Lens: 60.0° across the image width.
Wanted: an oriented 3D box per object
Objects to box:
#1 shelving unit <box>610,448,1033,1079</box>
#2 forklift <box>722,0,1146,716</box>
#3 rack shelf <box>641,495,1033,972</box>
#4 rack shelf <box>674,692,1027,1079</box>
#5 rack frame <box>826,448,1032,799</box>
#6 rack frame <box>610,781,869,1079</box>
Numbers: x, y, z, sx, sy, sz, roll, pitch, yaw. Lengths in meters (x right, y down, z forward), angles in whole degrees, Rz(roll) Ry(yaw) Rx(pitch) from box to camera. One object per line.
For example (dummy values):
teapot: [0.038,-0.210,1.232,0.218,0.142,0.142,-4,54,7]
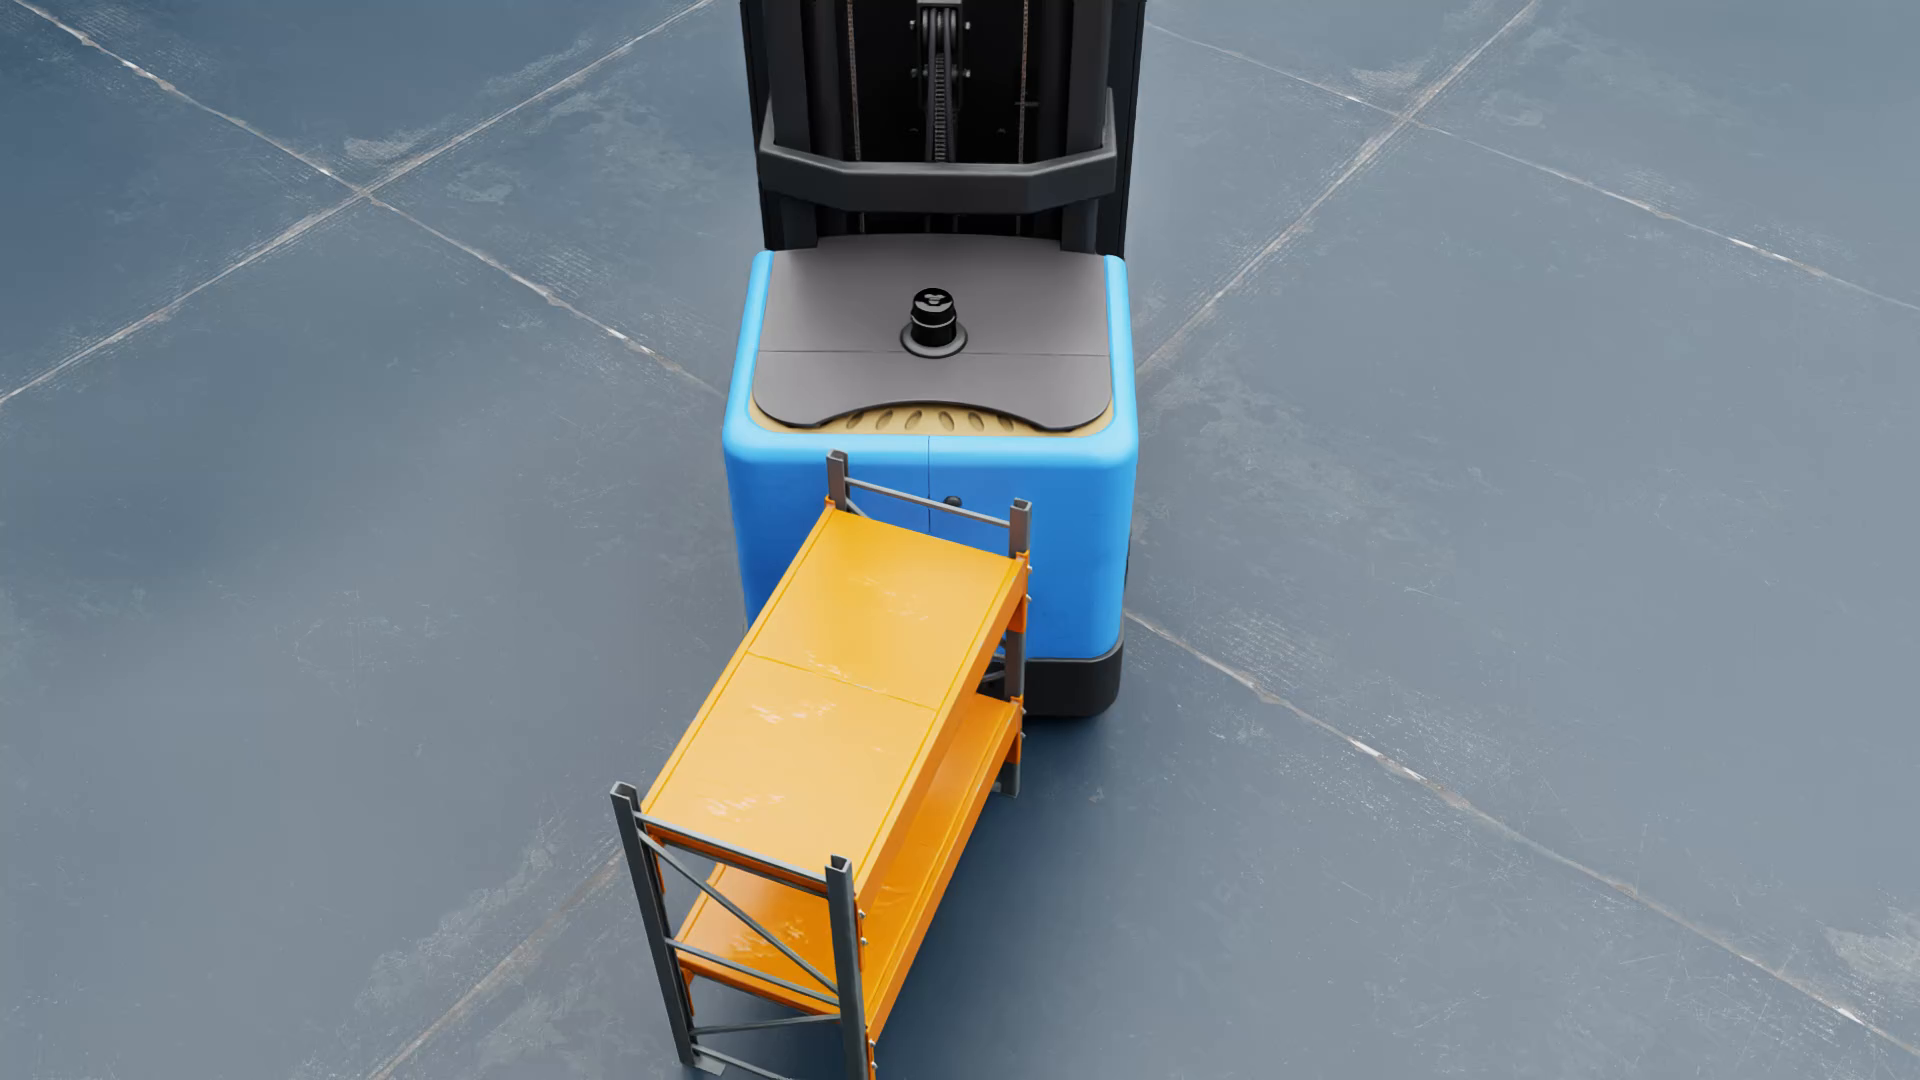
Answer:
shelving unit: [-0.258,0.591,3.907,0.538,1.125,1.048,16,48,14]
forklift: [-0.041,-1.568,4.721,1.130,2.935,3.031,1,46,1]
rack shelf: [-0.258,0.389,3.696,0.538,0.278,1.000,16,48,14]
rack shelf: [-0.258,0.760,4.084,0.538,0.278,1.000,16,48,14]
rack frame: [-0.075,0.248,4.235,0.500,1.125,0.032,16,48,14]
rack frame: [-0.442,0.934,3.580,0.500,1.125,0.032,16,48,14]
